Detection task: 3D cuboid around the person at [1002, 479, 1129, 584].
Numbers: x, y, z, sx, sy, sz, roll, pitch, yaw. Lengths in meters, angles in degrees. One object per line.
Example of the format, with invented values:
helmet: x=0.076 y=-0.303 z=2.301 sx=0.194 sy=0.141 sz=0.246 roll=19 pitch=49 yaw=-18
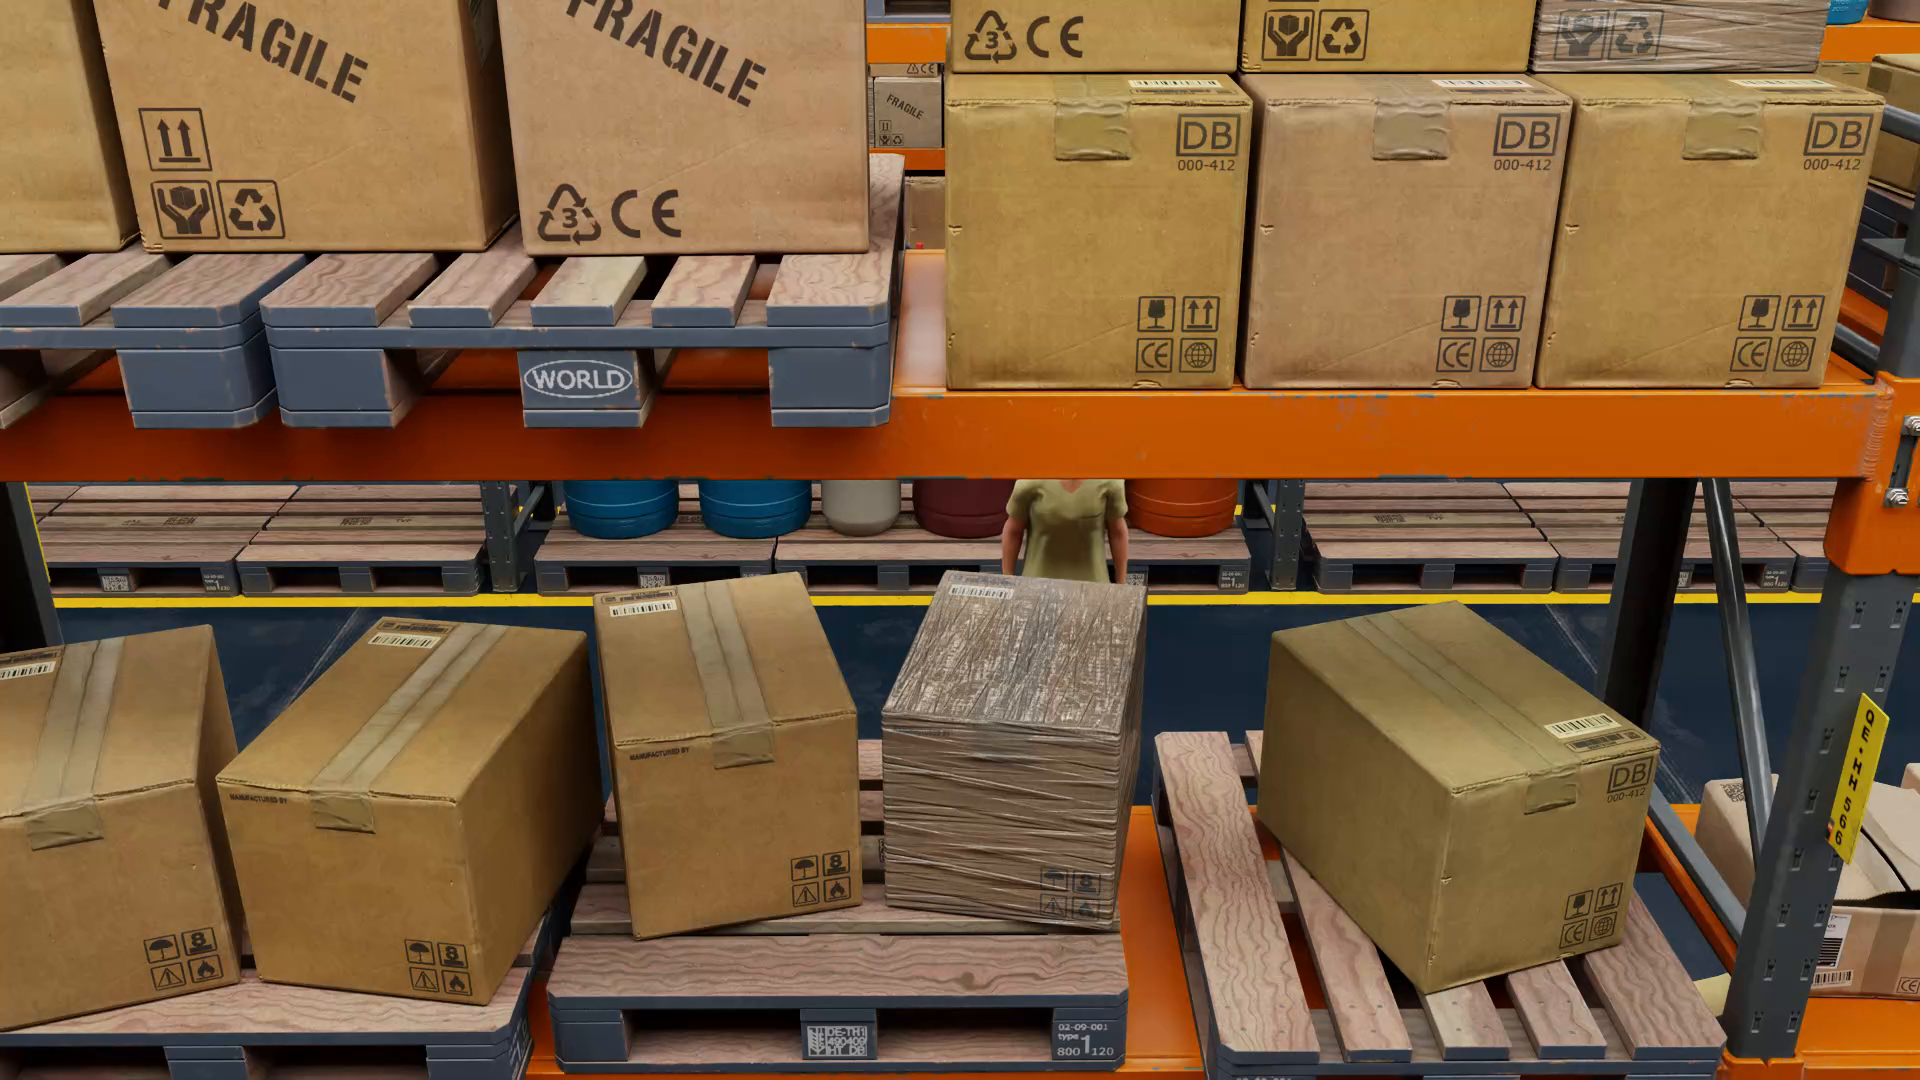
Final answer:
person: x=0.417 y=0.216 z=6.623 sx=0.507 sy=1.672 sz=0.351 roll=-1 pitch=24 yaw=-2
